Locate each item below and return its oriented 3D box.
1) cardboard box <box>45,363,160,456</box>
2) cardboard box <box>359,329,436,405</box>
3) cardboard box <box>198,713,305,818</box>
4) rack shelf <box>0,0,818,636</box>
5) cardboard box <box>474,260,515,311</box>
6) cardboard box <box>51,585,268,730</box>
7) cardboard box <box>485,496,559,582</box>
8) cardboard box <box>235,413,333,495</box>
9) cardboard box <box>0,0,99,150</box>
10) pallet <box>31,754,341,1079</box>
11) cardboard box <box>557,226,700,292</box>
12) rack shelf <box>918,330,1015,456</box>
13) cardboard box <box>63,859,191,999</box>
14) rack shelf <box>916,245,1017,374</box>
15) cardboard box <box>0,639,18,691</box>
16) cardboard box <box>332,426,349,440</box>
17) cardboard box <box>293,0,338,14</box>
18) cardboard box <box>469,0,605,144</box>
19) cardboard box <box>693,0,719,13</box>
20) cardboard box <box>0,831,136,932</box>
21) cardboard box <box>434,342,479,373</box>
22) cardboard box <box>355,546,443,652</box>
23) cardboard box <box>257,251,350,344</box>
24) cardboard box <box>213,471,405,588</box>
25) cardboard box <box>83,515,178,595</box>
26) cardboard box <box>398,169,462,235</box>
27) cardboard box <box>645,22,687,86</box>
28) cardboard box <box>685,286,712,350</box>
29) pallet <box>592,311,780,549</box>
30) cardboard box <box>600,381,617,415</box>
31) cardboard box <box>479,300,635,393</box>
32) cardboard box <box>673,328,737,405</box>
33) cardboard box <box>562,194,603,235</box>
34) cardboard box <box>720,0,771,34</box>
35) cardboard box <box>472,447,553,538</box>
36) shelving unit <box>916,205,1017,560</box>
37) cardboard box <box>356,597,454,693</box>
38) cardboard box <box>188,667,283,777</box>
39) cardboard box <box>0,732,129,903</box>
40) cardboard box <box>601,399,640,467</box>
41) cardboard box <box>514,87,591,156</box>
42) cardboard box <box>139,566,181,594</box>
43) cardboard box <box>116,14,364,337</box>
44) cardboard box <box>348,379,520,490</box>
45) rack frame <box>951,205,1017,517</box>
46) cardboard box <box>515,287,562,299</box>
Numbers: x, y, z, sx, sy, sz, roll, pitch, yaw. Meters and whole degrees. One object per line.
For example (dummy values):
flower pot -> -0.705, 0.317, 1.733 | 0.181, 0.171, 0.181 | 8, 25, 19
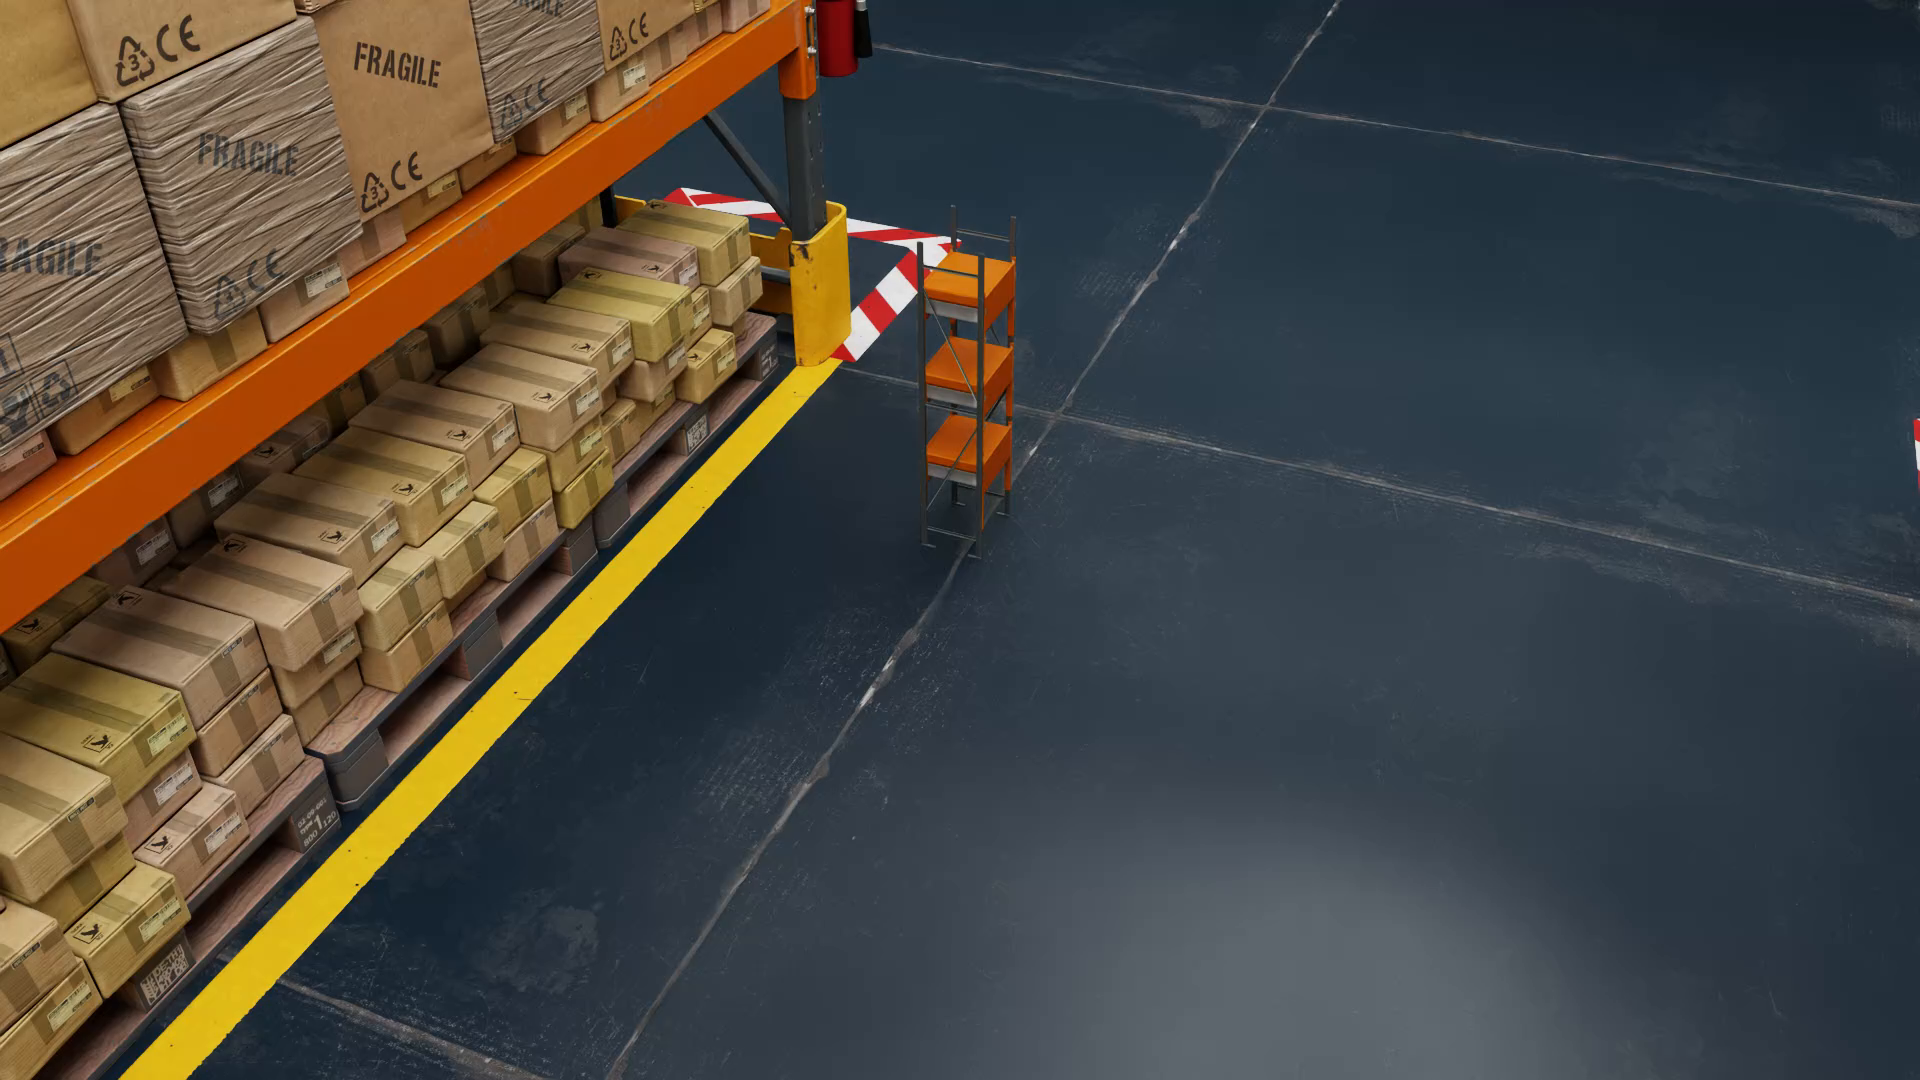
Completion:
cardboard box -> -1.889, -0.330, 3.396 | 0.380, 0.149, 0.250 | 12, 38, 16
cardboard box -> -1.822, -0.549, 5.012 | 0.380, 0.149, 0.250 | 15, 39, 20
cardboard box -> -1.857, 0.517, 4.084 | 0.380, 0.149, 0.250 | 13, 39, 17
rack shelf -> -1.729, -0.699, 4.281 | 1.077, 0.370, 4.000 | 14, 39, 18
cardboard box -> -1.690, -0.856, 5.424 | 0.380, 0.149, 0.250 | 14, 39, 18
cardboard box -> -1.879, 0.272, 3.914 | 0.380, 0.149, 0.250 | 13, 39, 17
cardboard box -> -1.404, -0.048, 4.839 | 0.380, 0.149, 0.250 | 15, 39, 19
cardboard box -> -1.972, -0.252, 4.616 | 0.380, 0.149, 0.250 | 14, 39, 18
cardboard box -> -1.910, -0.924, 2.814 | 0.500, 0.500, 0.500 | 13, 39, 16
pallet -> -2.268, 0.857, 3.927 | 1.003, 0.211, 1.213 | 14, 39, 18
cardboard box -> -1.084, -0.882, 5.459 | 0.380, 0.149, 0.250 | 15, 39, 19
rack shelf -> 0.020, -0.442, 4.982 | 0.215, 0.259, 0.240 | 14, 39, 18
cardboard box -> -1.953, 0.818, 3.681 | 0.380, 0.149, 0.250 | 15, 39, 19
rack shelf -> 0.020, -0.669, 4.812 | 0.215, 0.259, 0.240 | 14, 39, 18
cardboard box -> -2.447, 0.309, 3.864 | 0.380, 0.149, 0.250 | 13, 39, 17
cardboard box -> -1.849, -0.269, 4.886 | 0.380, 0.149, 0.250 | 16, 40, 20
cardboard box -> -1.493, -1.480, 3.558 | 0.500, 0.500, 0.500 | 13, 39, 16
cardboard box -> -1.286, -1.380, 4.258 | 0.500, 0.500, 0.500 | 14, 39, 18
cardboard box -> -0.901, -1.946, 5.017 | 0.500, 0.500, 0.500 | 15, 39, 19
cardboard box -> -2.043, 0.686, 3.608 | 0.380, 0.149, 0.250 | 14, 39, 18
cardboard box -> -1.771, -0.597, 5.325 | 0.380, 0.149, 0.250 | 15, 39, 19
cardboard box -> -1.597, 0.122, 4.363 | 0.380, 0.149, 0.250 | 14, 39, 17
cardboard box -> -1.624, -0.602, 3.760 | 0.380, 0.149, 0.250 | 16, 39, 20
cardboard box -> -1.680, -0.020, 4.305 | 0.380, 0.149, 0.250 | 12, 38, 16
cardboard box -> -2.259, 0.012, 4.262 | 0.380, 0.149, 0.250 | 12, 38, 16
cardboard box -> -1.488, -0.905, 4.166 | 0.380, 0.149, 0.250 | 15, 39, 19
cardboard box -> -1.042, -1.478, 4.931 | 0.380, 0.149, 0.250 | 13, 39, 17
cardboard box -> -1.055, -0.750, 5.530 | 0.380, 0.149, 0.250 | 13, 39, 17
pallet -> -1.339, -0.494, 5.734 | 1.003, 0.211, 1.213 | 14, 39, 18
cardboard box -> -1.299, -0.469, 5.155 | 0.380, 0.149, 0.250 | 13, 39, 17
cardboard box -> -1.222, -0.581, 5.056 | 0.380, 0.149, 0.250 | 12, 39, 16
cardboard box -> -0.980, -0.617, 5.600 | 0.380, 0.149, 0.250 | 15, 39, 19
cardboard box -> -1.482, -1.147, 5.812 | 0.380, 0.149, 0.250 | 12, 38, 16
cardboard box -> -0.831, -1.749, 5.294 | 0.380, 0.149, 0.250 | 14, 39, 18
cardboard box -> -1.401, -0.167, 4.750 | 0.380, 0.149, 0.250 | 16, 40, 20
shelving unit -> 0.020, -0.450, 4.975 | 0.215, 1.050, 0.252 | 14, 39, 18
cardboard box -> -1.599, 0.238, 4.457 | 0.380, 0.149, 0.250 | 13, 39, 17
cardboard box -> -1.878, 0.394, 3.999 | 0.380, 0.149, 0.250 | 12, 38, 15
cardboard box -> -2.008, 0.573, 3.512 | 0.380, 0.149, 0.250 | 16, 40, 20
cardboard box -> -1.242, -0.350, 5.244 | 0.380, 0.149, 0.250 | 14, 39, 18
cardboard box -> -1.245, -1.192, 4.549 | 0.380, 0.149, 0.250 | 12, 38, 16
cardboard box -> -2.222, 0.161, 4.312 | 0.380, 0.149, 0.250 | 15, 39, 19
cardboard box -> -1.662, -0.802, 3.486 | 0.500, 0.500, 0.500 | 13, 39, 17
cardboard box -> -1.476, -0.299, 4.678 | 0.380, 0.149, 0.250 | 13, 39, 16
rack frame -> 0.067, -0.518, 5.066 | 0.200, 1.050, 0.008 | 14, 39, 18
cardboard box -> -1.562, -0.870, 5.690 | 0.380, 0.149, 0.250 | 14, 39, 18
